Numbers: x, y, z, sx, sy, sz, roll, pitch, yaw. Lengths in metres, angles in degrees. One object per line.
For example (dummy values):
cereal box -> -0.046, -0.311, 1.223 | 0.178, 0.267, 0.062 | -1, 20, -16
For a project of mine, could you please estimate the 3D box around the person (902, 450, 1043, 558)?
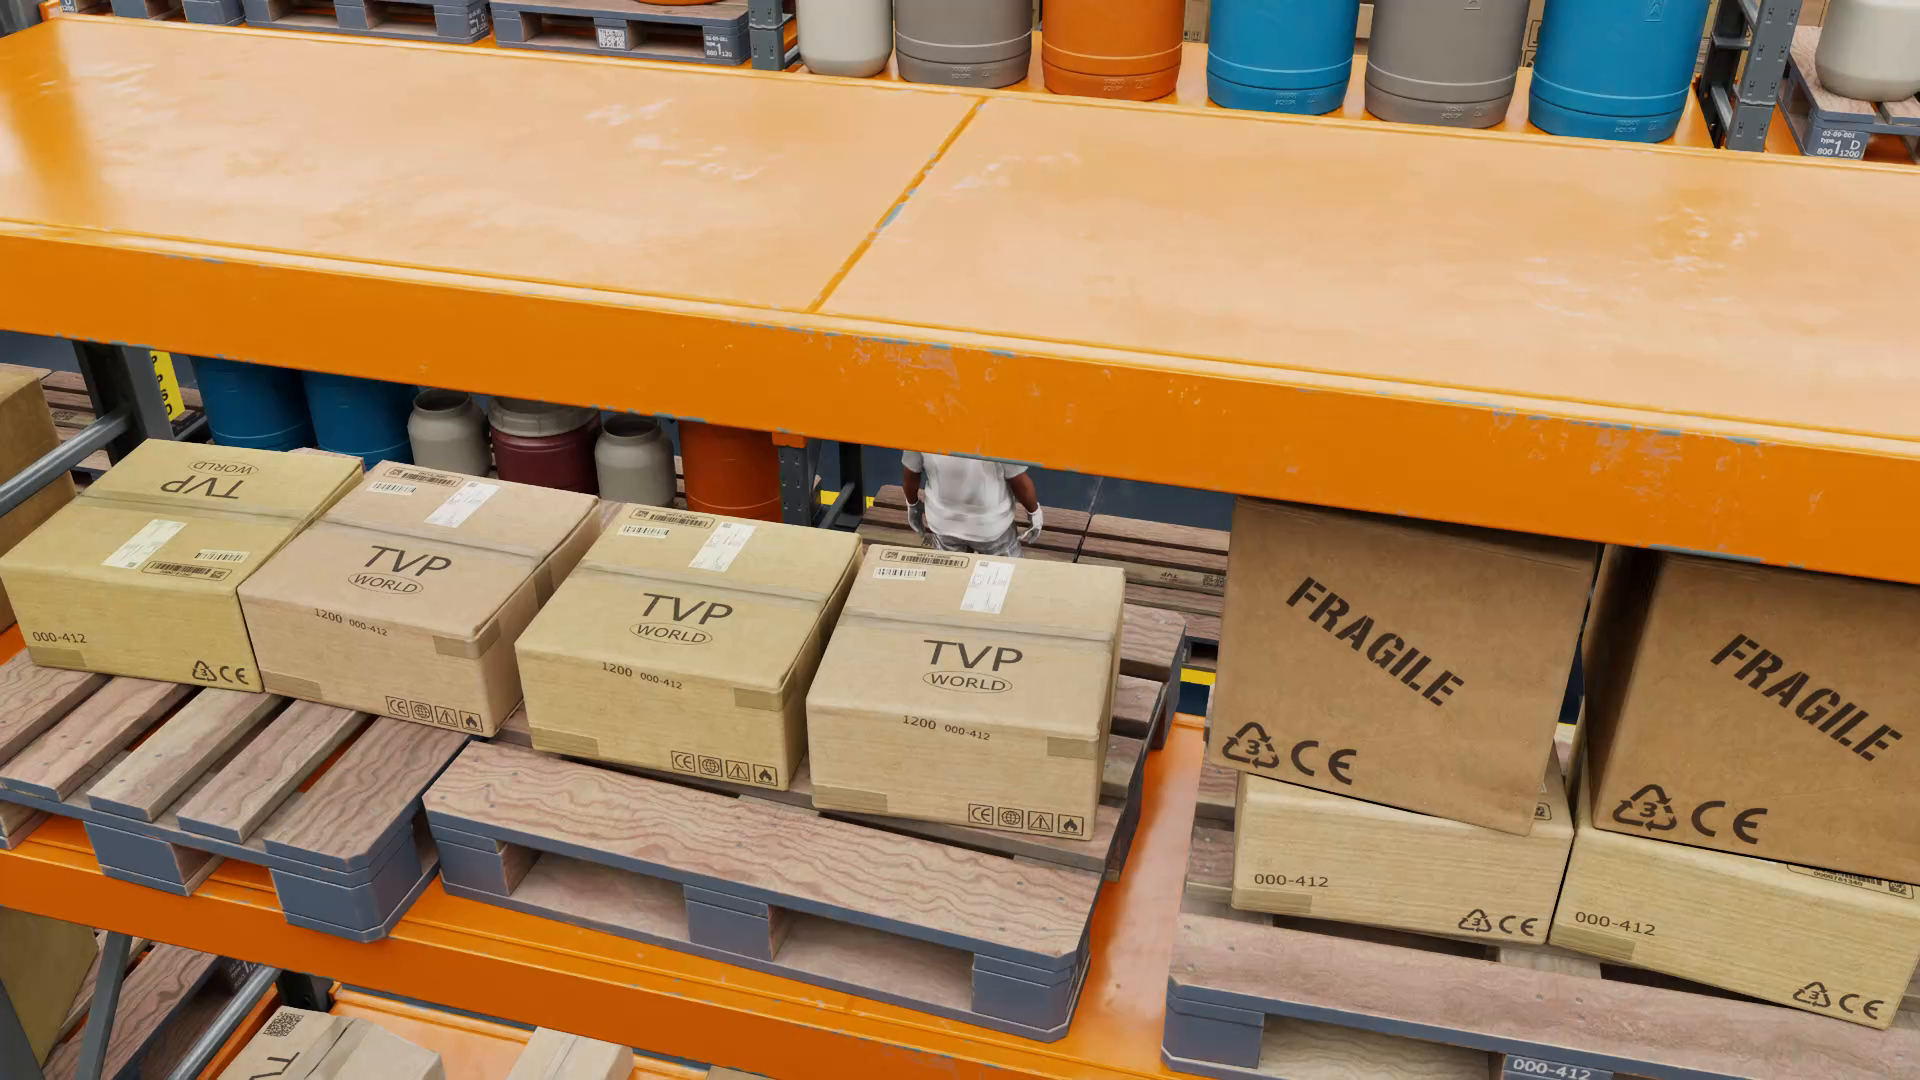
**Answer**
person -> 0.076, -0.148, 7.857 | 0.657, 1.783, 0.577 | 8, 33, 12
